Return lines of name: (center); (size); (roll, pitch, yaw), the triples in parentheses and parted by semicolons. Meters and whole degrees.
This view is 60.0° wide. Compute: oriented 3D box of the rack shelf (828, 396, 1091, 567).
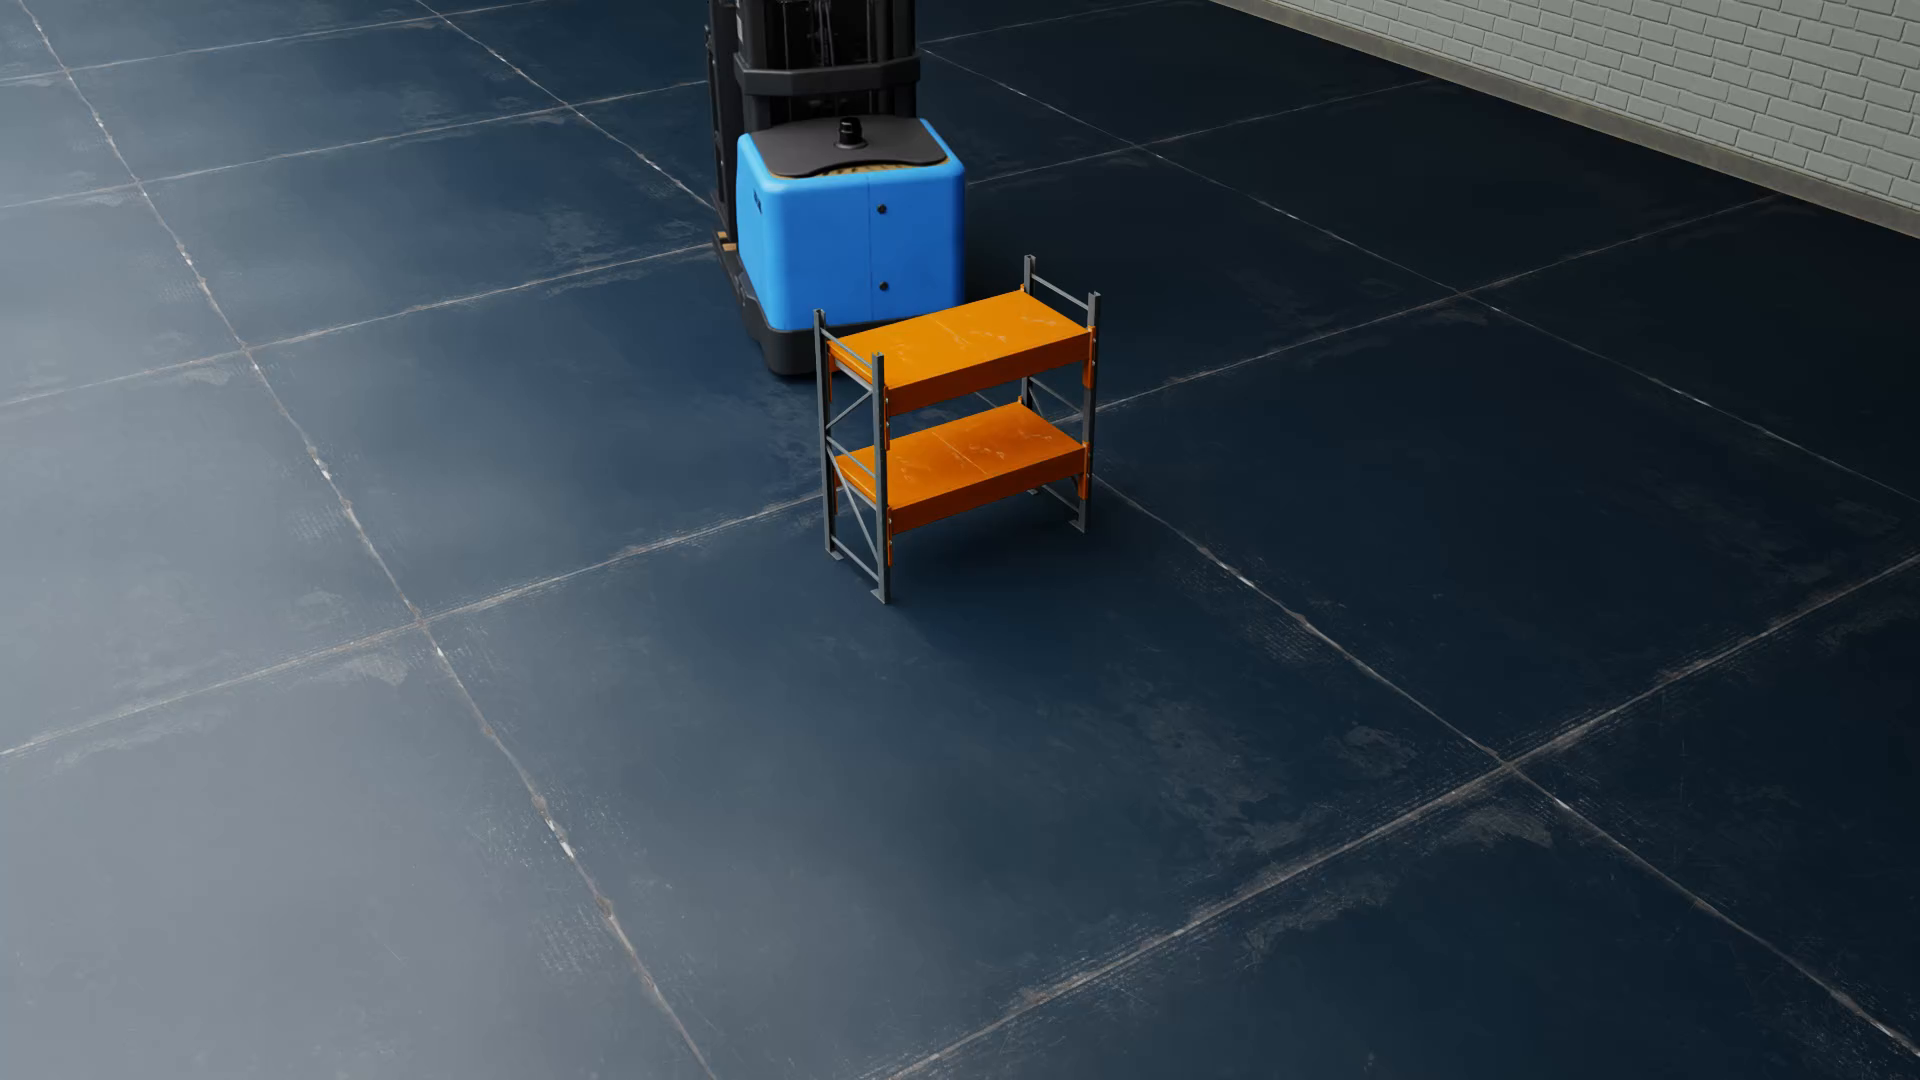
rack shelf: (-0.006, -0.267, 7.077); (1.000, 0.278, 0.538); (-19, 37, -27)

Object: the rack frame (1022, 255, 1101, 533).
rack frame: (0.422, -0.621, 7.180); (0.032, 1.125, 0.500); (-19, 37, -27)

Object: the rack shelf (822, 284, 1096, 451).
rack shelf: (-0.006, -0.721, 6.791); (1.000, 0.278, 0.538); (-19, 37, -27)

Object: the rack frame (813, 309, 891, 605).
rack frame: (-0.433, -0.327, 6.714); (0.032, 1.125, 0.500); (-19, 37, -27)

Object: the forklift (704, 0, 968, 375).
forklift: (-0.844, -2.857, 9.032); (1.130, 2.935, 3.031); (-8, 33, -13)

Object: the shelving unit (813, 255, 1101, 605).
shelving unit: (-0.006, -0.474, 6.947); (1.048, 1.125, 0.538); (-19, 37, -27)
